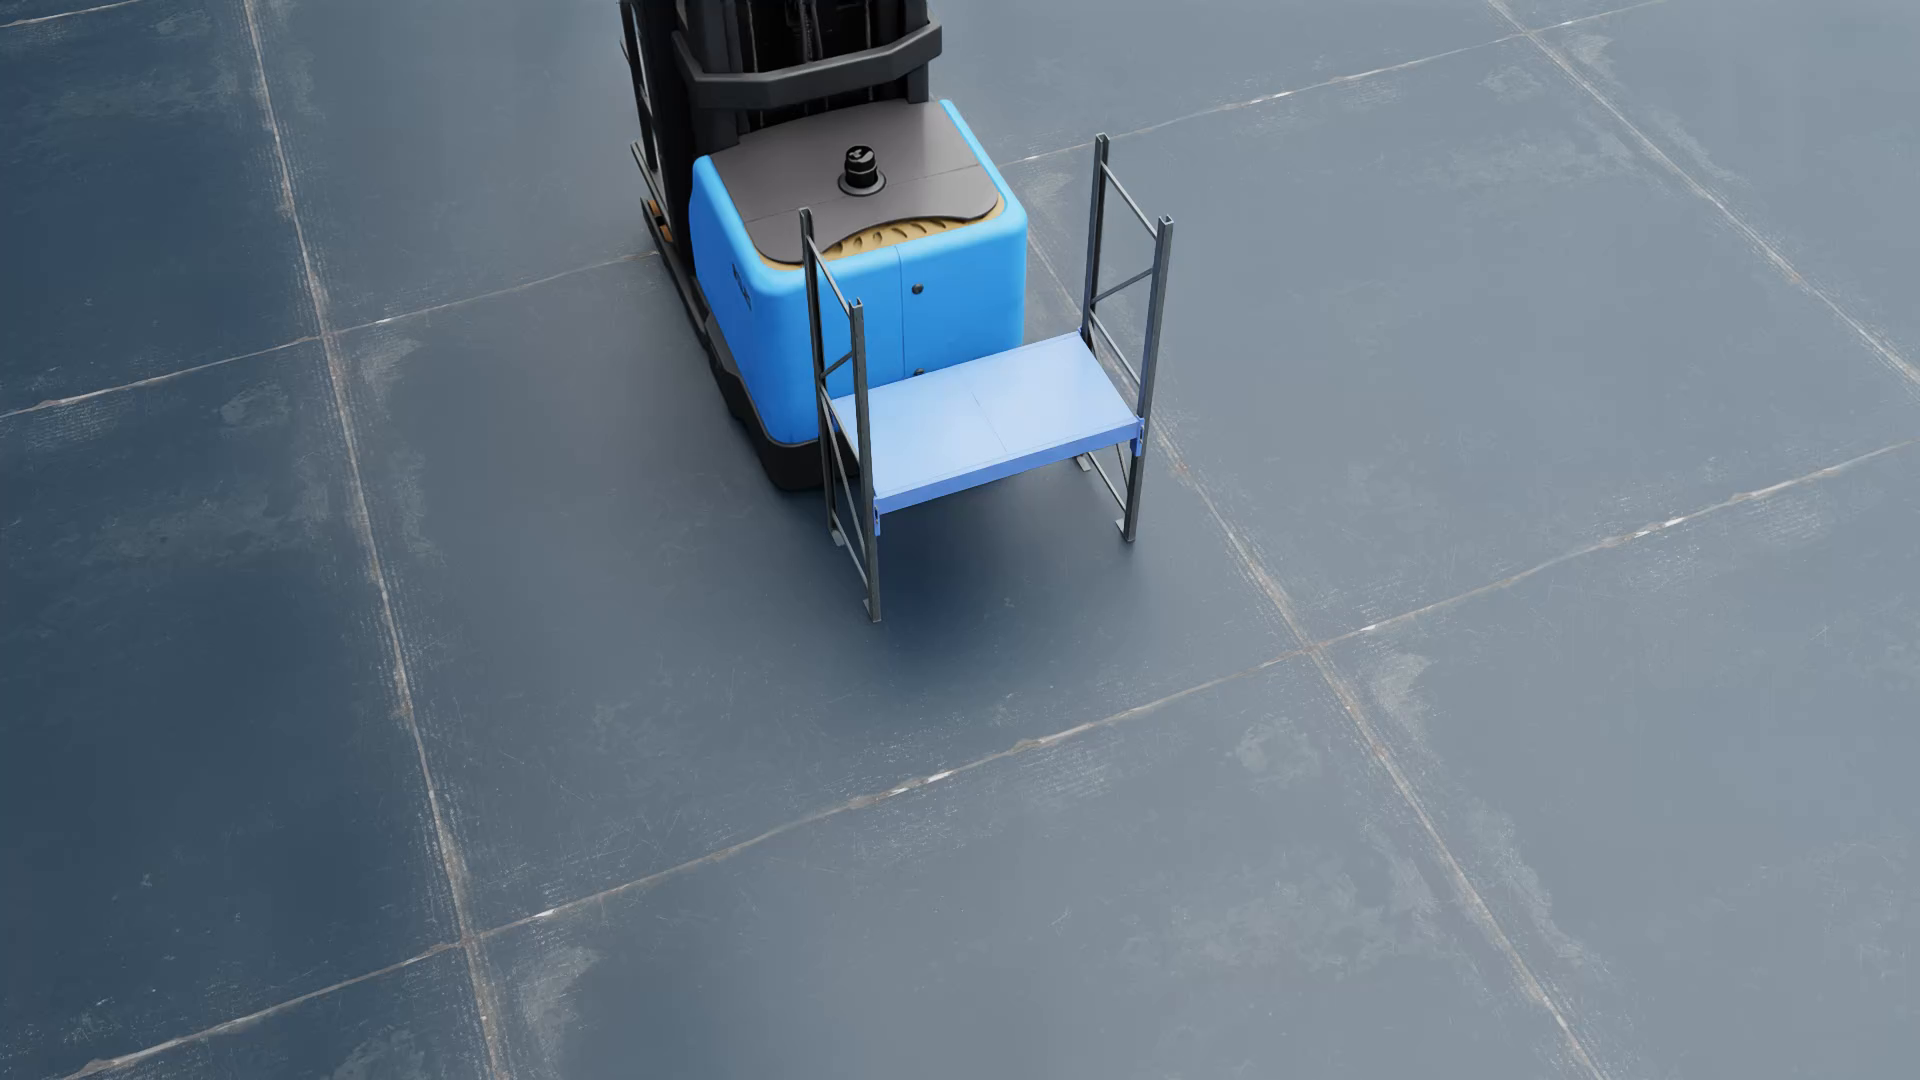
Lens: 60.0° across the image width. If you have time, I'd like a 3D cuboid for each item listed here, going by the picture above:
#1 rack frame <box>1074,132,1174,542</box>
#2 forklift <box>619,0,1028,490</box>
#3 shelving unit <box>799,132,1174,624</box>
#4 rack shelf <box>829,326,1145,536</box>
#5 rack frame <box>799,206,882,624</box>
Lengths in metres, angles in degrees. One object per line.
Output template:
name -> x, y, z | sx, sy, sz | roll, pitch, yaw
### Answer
rack frame -> 0.550, -0.659, 5.827 | 0.032, 1.500, 0.500 | -17, 52, -14
forklift -> -0.765, -2.286, 6.281 | 1.130, 2.935, 3.031 | -17, 51, -14
shelving unit -> 0.079, -0.513, 5.702 | 1.048, 1.500, 0.538 | -17, 52, -14
rack shelf -> 0.079, -0.396, 5.839 | 1.000, 0.185, 0.538 | -17, 52, -14
rack frame -> -0.392, -0.367, 5.577 | 0.032, 1.500, 0.500 | -17, 52, -14
